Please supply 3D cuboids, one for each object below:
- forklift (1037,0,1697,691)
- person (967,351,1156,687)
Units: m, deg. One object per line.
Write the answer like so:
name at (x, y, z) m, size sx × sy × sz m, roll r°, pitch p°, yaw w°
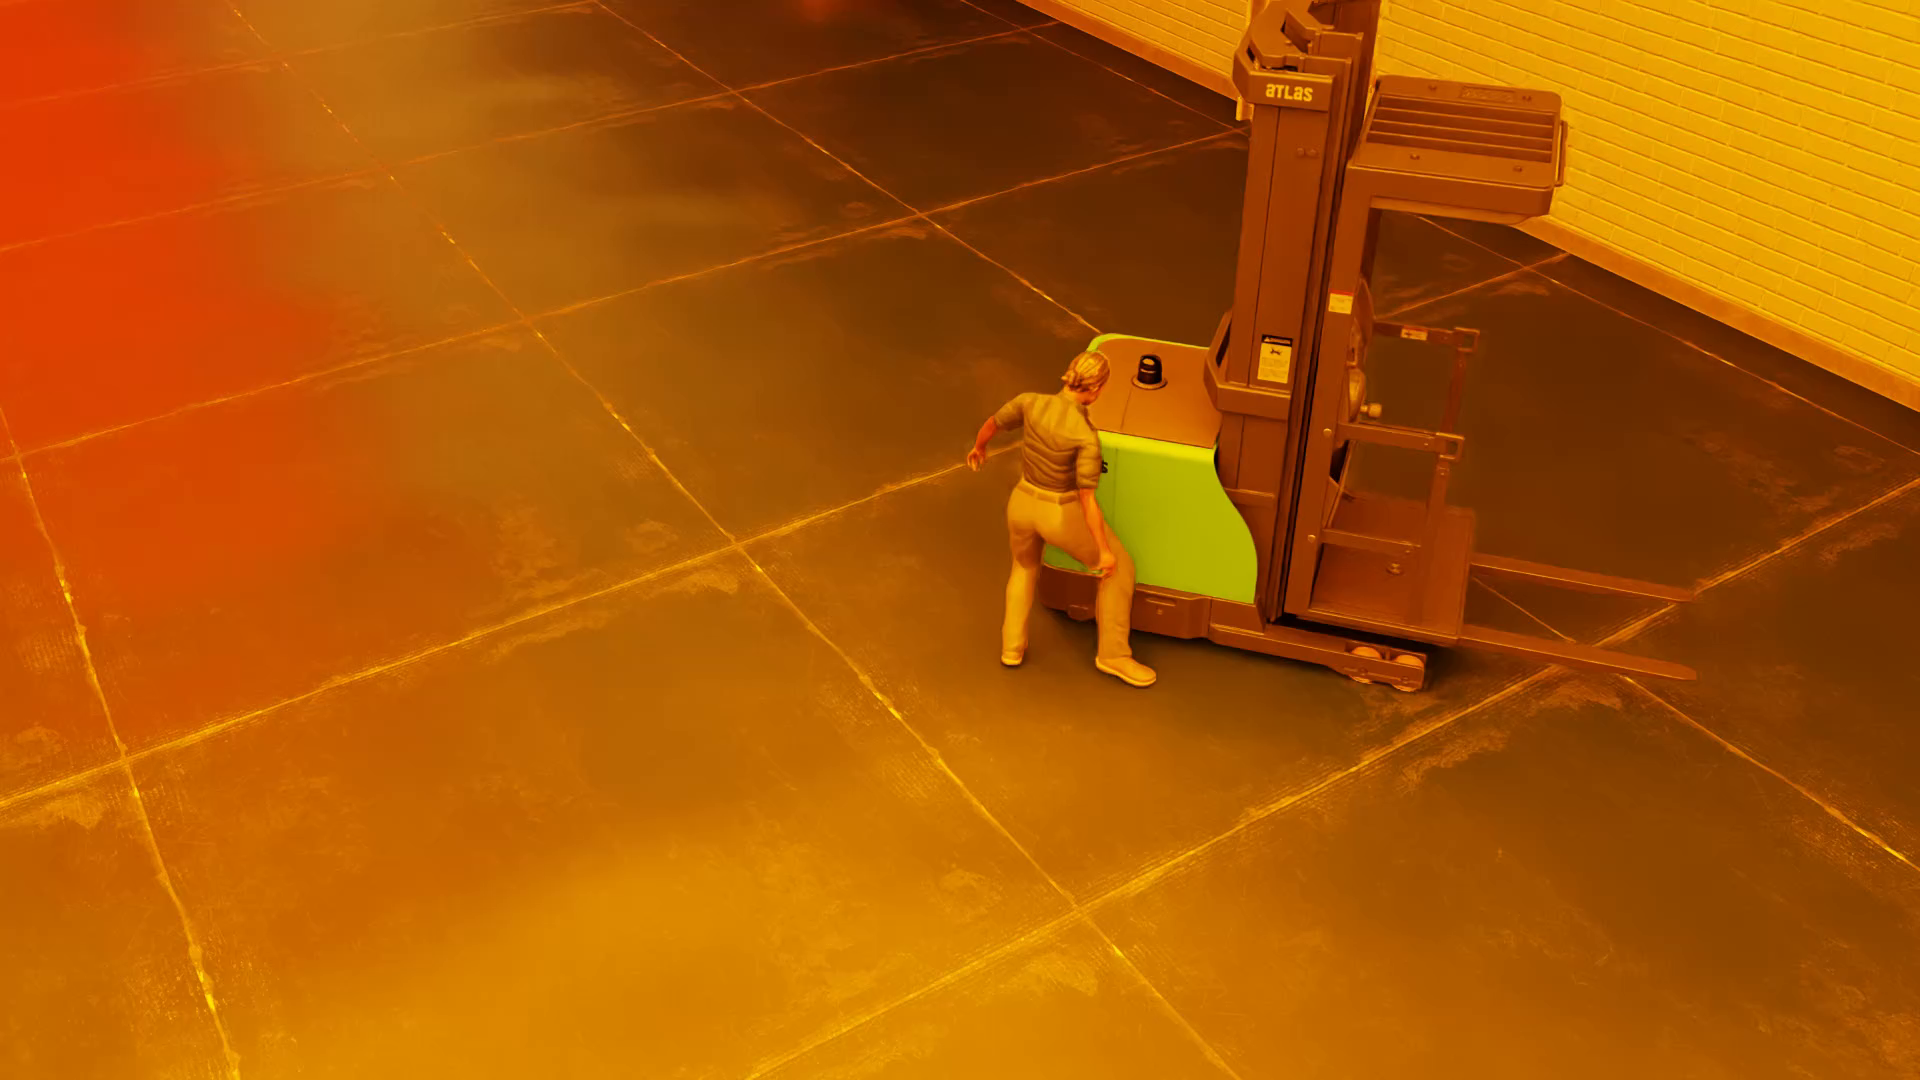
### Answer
forklift at (1.953, -0.844, 7.349) m, size 3.031 × 2.935 × 1.130 m, roll 11°, pitch 36°, yaw 15°
person at (0.432, -0.096, 7.502) m, size 1.067 × 1.592 × 0.469 m, roll 25°, pitch 42°, yaw 31°
